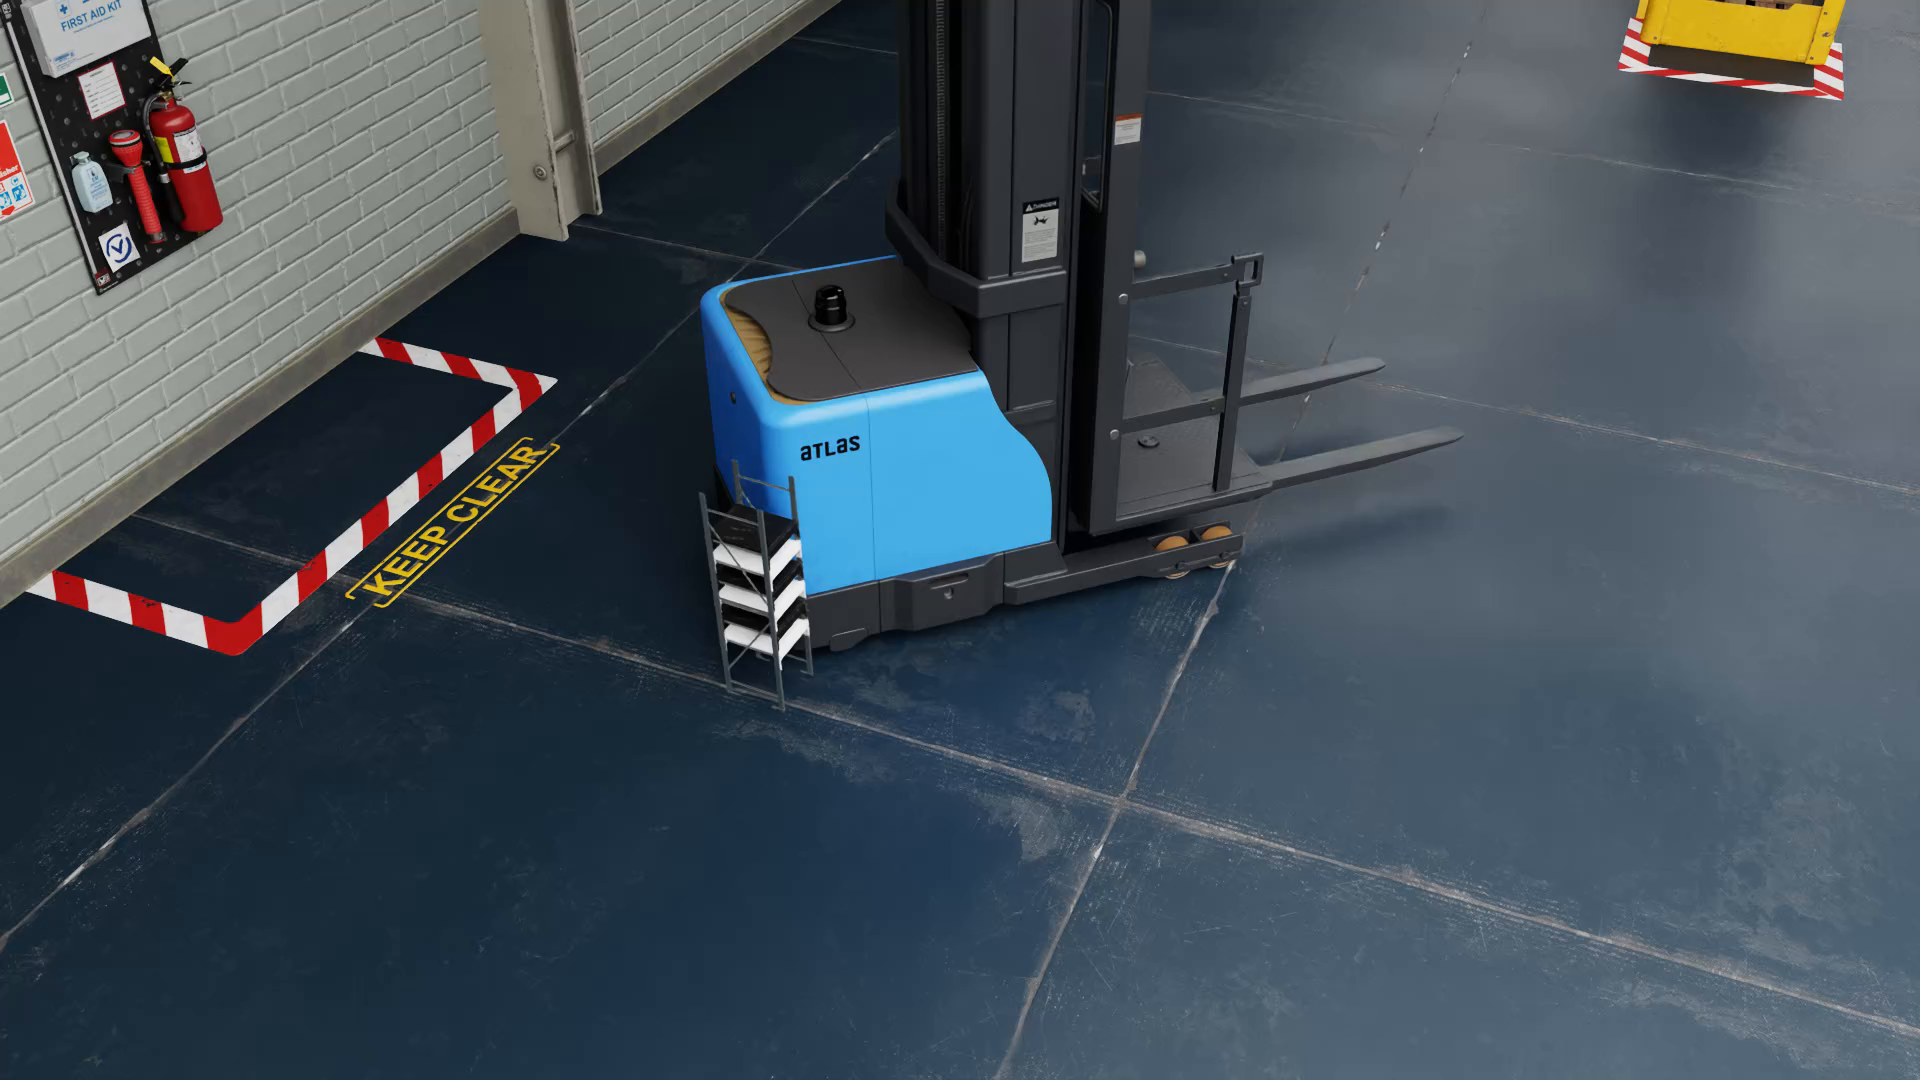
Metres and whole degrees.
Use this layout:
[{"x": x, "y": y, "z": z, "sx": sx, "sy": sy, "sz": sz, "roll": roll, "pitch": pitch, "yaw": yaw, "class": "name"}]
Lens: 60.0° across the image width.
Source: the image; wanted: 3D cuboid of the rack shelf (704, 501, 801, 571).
[{"x": -0.700, "y": -0.015, "z": 5.617, "sx": 0.258, "sy": 0.077, "sz": 0.200, "roll": 16, "pitch": 42, "yaw": 20, "class": "rack shelf"}]

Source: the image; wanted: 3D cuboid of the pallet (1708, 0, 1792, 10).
[{"x": 5.466, "y": -3.868, "z": 11.749, "sx": 1.003, "sy": 0.211, "sz": 1.213, "roll": 14, "pitch": 39, "yaw": 18, "class": "pallet"}]

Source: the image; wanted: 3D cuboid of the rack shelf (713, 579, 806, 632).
[{"x": -0.696, "y": 0.196, "z": 5.786, "sx": 0.258, "sy": 0.077, "sz": 0.200, "roll": 16, "pitch": 42, "yaw": 20, "class": "rack shelf"}]

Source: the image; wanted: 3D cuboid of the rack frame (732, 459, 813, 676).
[{"x": -0.652, "y": 0.112, "z": 5.836, "sx": 0.240, "sy": 0.900, "sz": 0.006, "roll": 16, "pitch": 42, "yaw": 20, "class": "rack frame"}]

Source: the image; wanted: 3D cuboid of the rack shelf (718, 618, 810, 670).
[{"x": -0.693, "y": 0.337, "z": 5.898, "sx": 0.258, "sy": 0.077, "sz": 0.200, "roll": 16, "pitch": 42, "yaw": 20, "class": "rack shelf"}]

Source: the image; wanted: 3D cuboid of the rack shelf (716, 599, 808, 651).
[{"x": -0.694, "y": 0.266, "z": 5.842, "sx": 0.258, "sy": 0.077, "sz": 0.200, "roll": 16, "pitch": 42, "yaw": 20, "class": "rack shelf"}]

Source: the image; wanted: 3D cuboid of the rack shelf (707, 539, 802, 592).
[{"x": -0.699, "y": 0.055, "z": 5.673, "sx": 0.258, "sy": 0.077, "sz": 0.200, "roll": 16, "pitch": 42, "yaw": 20, "class": "rack shelf"}]

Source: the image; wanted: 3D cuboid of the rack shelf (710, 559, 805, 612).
[{"x": -0.697, "y": 0.126, "z": 5.730, "sx": 0.258, "sy": 0.077, "sz": 0.200, "roll": 16, "pitch": 42, "yaw": 20, "class": "rack shelf"}]

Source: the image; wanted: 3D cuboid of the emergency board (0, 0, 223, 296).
[{"x": -3.161, "y": -1.582, "z": 6.361, "sx": 0.194, "sy": 1.169, "sz": 0.643, "roll": 14, "pitch": 39, "yaw": 18, "class": "emergency board"}]

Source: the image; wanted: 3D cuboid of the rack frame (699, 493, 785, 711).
[{"x": -0.740, "y": 0.228, "z": 5.694, "sx": 0.240, "sy": 0.900, "sz": 0.006, "roll": 16, "pitch": 42, "yaw": 20, "class": "rack frame"}]

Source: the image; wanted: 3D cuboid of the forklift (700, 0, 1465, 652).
[{"x": 0.585, "y": -1.305, "z": 6.048, "sx": 3.031, "sy": 2.935, "sz": 1.130, "roll": -13, "pitch": 39, "yaw": -16, "class": "forklift"}]

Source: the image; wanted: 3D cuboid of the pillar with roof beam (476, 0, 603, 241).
[{"x": 1.796, "y": -4.364, "z": 5.072, "sx": 9.100, "sy": 9.000, "sz": 0.400, "roll": 14, "pitch": 39, "yaw": 18, "class": "pillar with roof beam"}]

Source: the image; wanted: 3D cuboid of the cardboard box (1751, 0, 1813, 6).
[{"x": 5.623, "y": -3.865, "z": 11.362, "sx": 0.500, "sy": 0.250, "sz": 0.500, "roll": 14, "pitch": 39, "yaw": 18, "class": "cardboard box"}]

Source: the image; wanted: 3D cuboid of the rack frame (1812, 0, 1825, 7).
[{"x": 5.214, "y": -4.552, "z": 10.335, "sx": 1.000, "sy": 3.000, "sz": 0.127, "roll": 14, "pitch": 39, "yaw": 18, "class": "rack frame"}]

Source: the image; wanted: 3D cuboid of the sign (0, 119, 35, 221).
[{"x": -3.467, "y": -1.313, "z": 5.972, "sx": 0.001, "sy": 0.329, "sz": 0.234, "roll": 14, "pitch": 39, "yaw": 18, "class": "sign"}]

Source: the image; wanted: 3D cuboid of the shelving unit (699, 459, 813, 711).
[{"x": -0.696, "y": 0.170, "z": 5.765, "sx": 0.258, "sy": 0.900, "sz": 0.210, "roll": 16, "pitch": 42, "yaw": 20, "class": "shelving unit"}]

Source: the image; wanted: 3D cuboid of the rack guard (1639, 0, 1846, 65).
[{"x": 5.205, "y": -3.538, "z": 11.066, "sx": 1.175, "sy": 0.500, "sz": 0.348, "roll": 14, "pitch": 39, "yaw": 18, "class": "rack guard"}]

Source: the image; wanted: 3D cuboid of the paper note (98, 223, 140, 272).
[{"x": -3.292, "y": -1.147, "z": 6.514, "sx": 0.016, "sy": 0.148, "sz": 0.142, "roll": 14, "pitch": 39, "yaw": 18, "class": "paper note"}]

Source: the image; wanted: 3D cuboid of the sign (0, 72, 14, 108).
[{"x": -3.457, "y": -1.526, "z": 5.814, "sx": 0.001, "sy": 0.109, "sz": 0.331, "roll": 14, "pitch": 39, "yaw": 18, "class": "sign"}]
